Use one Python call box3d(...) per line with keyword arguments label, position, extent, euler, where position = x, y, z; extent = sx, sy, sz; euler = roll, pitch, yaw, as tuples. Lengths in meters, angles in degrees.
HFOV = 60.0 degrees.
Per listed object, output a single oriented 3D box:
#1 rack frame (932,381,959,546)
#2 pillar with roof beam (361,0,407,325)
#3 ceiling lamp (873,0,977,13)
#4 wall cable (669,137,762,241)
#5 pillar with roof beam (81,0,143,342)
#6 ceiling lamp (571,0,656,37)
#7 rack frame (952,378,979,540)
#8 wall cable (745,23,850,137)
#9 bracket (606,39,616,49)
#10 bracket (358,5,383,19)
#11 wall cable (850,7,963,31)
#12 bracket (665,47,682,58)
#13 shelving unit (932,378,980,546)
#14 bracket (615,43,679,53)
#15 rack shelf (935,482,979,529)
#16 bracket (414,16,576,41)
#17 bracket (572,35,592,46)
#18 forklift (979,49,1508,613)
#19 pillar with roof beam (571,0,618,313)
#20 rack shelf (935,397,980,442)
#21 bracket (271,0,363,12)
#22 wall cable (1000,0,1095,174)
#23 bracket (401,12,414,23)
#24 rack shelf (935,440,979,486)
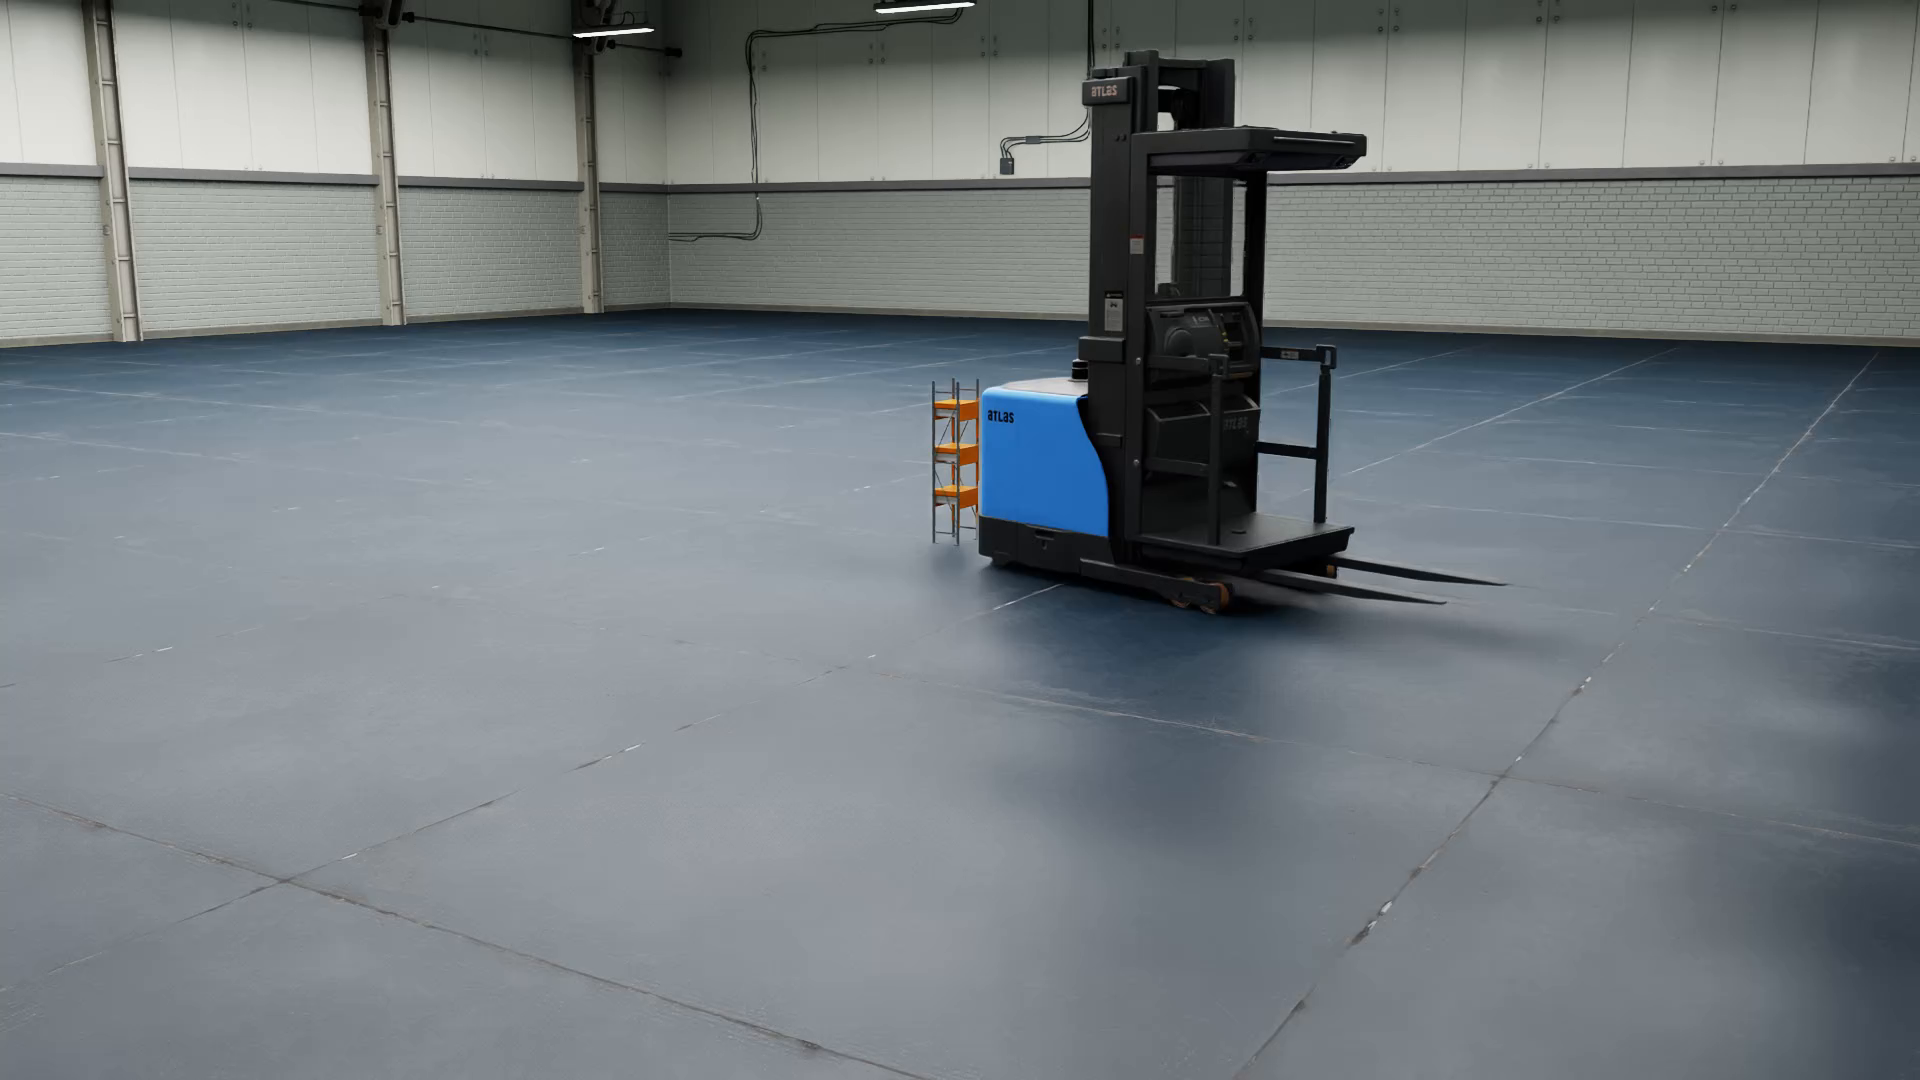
box3d(label="rack frame", position=(-0.091, -0.488, 10.625), extent=(0.200, 1.050, 0.008), euler=(6, 12, 31))
box3d(label="pillar with roof beam", position=(-8.306, -8.573, 32.207), extent=(9.100, 9.000, 0.548), euler=(6, 12, 31))
box3d(label="ceiling lamp", position=(-0.502, -11.030, 29.466), extent=(2.000, 3.185, 0.800), euler=(6, 12, 31))
box3d(label="wall cable", position=(-6.211, -8.739, 41.530), extent=(3.097, 2.526, 0.112), euler=(6, 12, 31))
box3d(label="pillar with roof beam", position=(-11.421, -7.629, 27.167), extent=(9.100, 9.000, 0.400), euler=(6, 12, 31))
box3d(label="ceiling lamp", position=(-6.818, -11.736, 33.237), extent=(2.000, 3.185, 0.800), euler=(6, 12, 31))
box3d(label="rack frame", position=(0.036, -0.527, 10.830), extent=(0.200, 1.050, 0.008), euler=(6, 12, 31))
box3d(label="wall cable", position=(-3.899, -10.963, 39.685), extent=(3.097, 2.526, 0.112), euler=(6, 12, 31))
box3d(label="bracket", position=(-8.352, -11.728, 39.281), extent=(0.235, 0.232, 0.430), euler=(6, 12, 31))
box3d(label="bracket", position=(-11.898, -10.654, 33.543), extent=(0.235, 0.232, 0.430), euler=(6, 12, 31))
box3d(label="wall cable", position=(-1.254, -12.903, 37.687), extent=(3.097, 2.526, 0.112), euler=(6, 12, 31))
box3d(label="bracket", position=(-7.121, -12.101, 41.271), extent=(0.235, 0.232, 0.430), euler=(6, 12, 31))
box3d(label="shelving unit", position=(-0.028, -0.508, 10.727), extent=(0.215, 1.050, 0.252), euler=(6, 12, 31))
box3d(label="bracket", position=(-7.428, -12.008, 40.775), extent=(0.076, 0.066, 3.189), euler=(6, 12, 31))
box3d(label="rack shelf", position=(-0.028, -0.224, 10.780), extent=(0.215, 0.259, 0.240), euler=(6, 12, 31))
box3d(label="bracket", position=(-10.120, -11.193, 36.419), extent=(0.076, 0.066, 4.783), euler=(6, 12, 31))
box3d(label="bracket", position=(-8.783, -11.598, 38.583), extent=(0.235, 0.232, 0.430), euler=(6, 12, 31))
box3d(label="forklift", position=(1.503, -1.159, 9.092), extent=(1.130, 2.935, 3.031), euler=(-10, 15, -43))
box3d(label="pillar with roof beam", position=(-5.191, -9.517, 37.247), extent=(9.100, 9.000, 0.548), euler=(6, 12, 31))
box3d(label="rack shelf", position=(-0.028, -0.776, 10.677), extent=(0.215, 0.259, 0.240), euler=(6, 12, 31))
box3d(label="bracket", position=(-13.235, -10.249, 31.378), extent=(0.076, 0.066, 4.783), euler=(6, 12, 31))
box3d(label="wall cable", position=(1.895, -11.027, 36.073), extent=(2.305, 6.003, 0.169), euler=(6, 12, 31))
box3d(label="bracket", position=(-11.467, -10.785, 34.240), extent=(0.235, 0.232, 0.430), euler=(6, 12, 31))
box3d(label="rack shelf", position=(-0.028, -0.497, 10.729), extent=(0.215, 0.259, 0.240), euler=(6, 12, 31))
